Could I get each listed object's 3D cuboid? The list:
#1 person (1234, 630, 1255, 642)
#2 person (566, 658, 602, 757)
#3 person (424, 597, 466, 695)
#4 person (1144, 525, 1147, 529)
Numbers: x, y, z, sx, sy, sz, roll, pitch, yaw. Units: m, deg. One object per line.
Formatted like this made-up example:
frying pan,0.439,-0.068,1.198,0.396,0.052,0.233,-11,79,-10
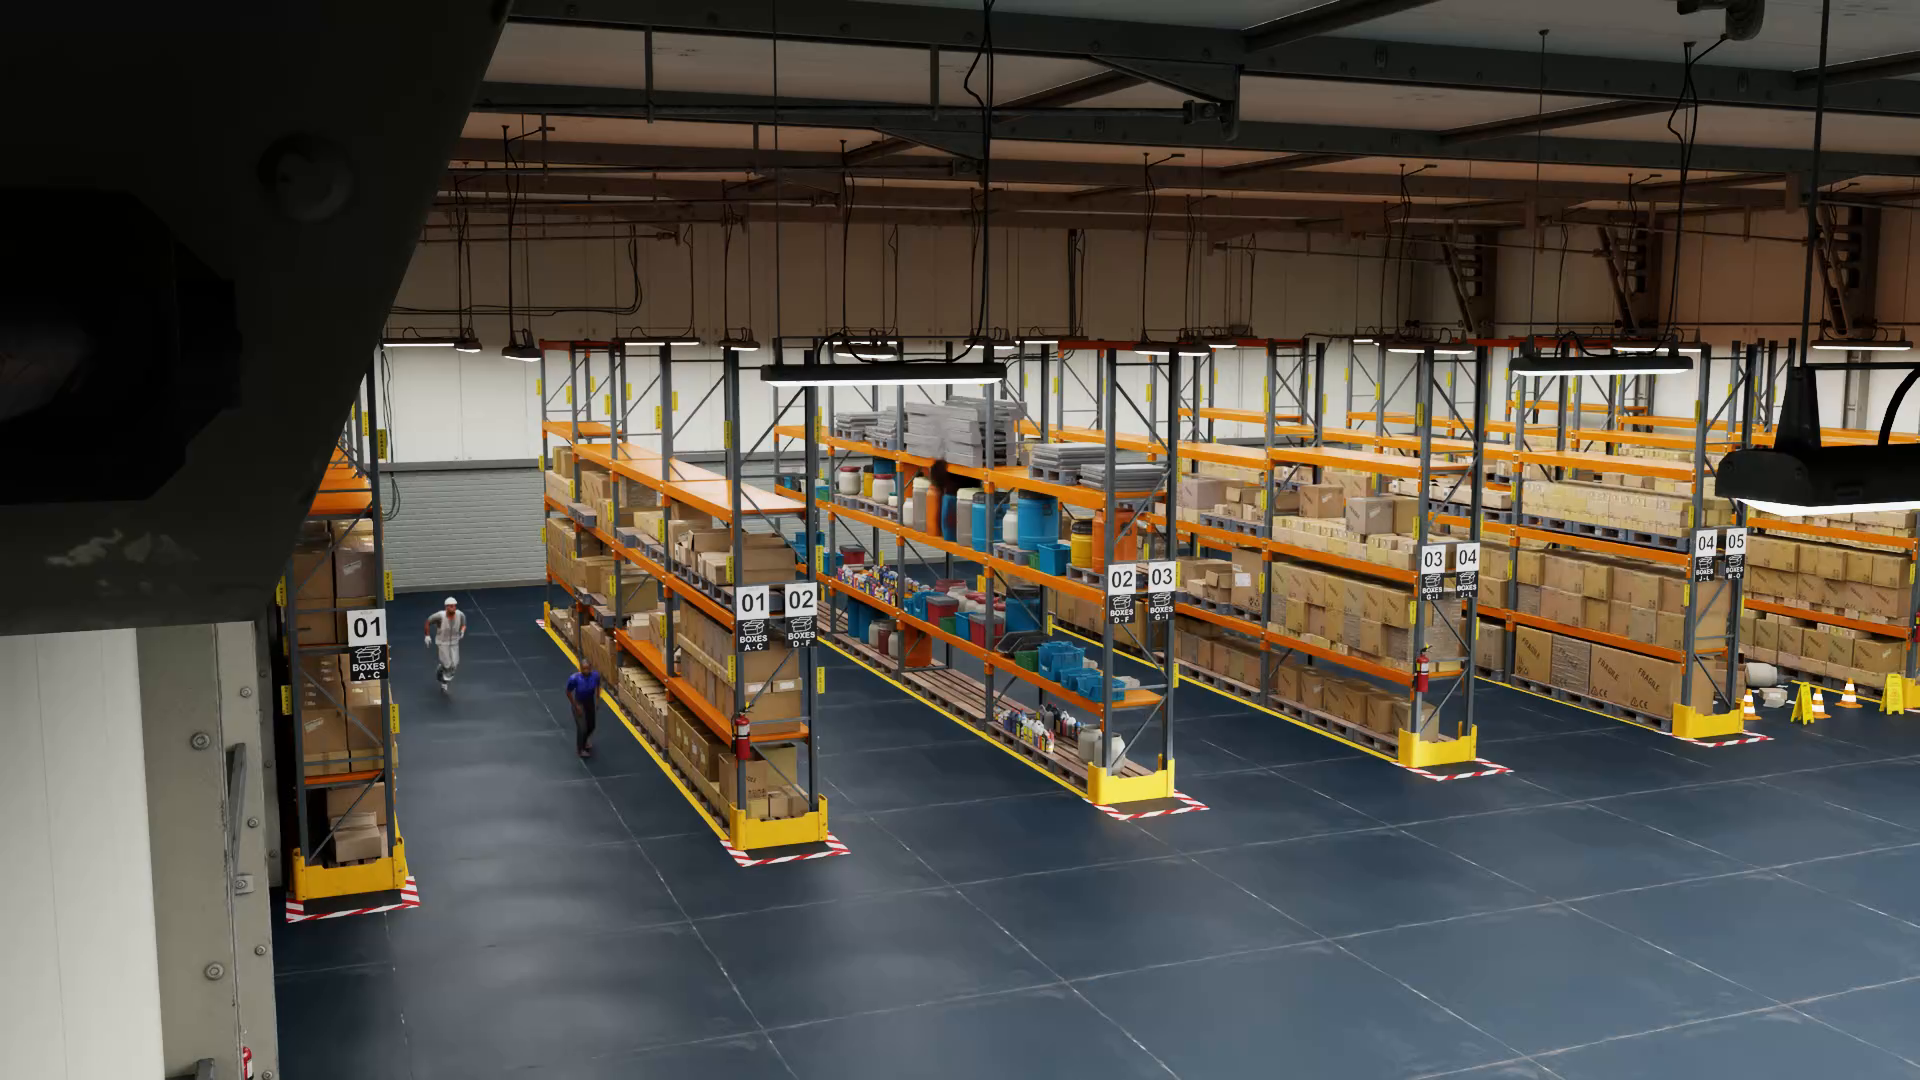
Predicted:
person,5.614,1.300,32.236,0.669,1.710,0.699,-6,9,-37
person,-5.533,2.418,24.425,0.617,1.513,0.826,-7,10,-43
person,-8.764,1.807,28.438,0.662,1.705,0.743,-6,10,-40
person,4.349,0.453,39.058,0.635,1.619,0.511,-1,8,-11
